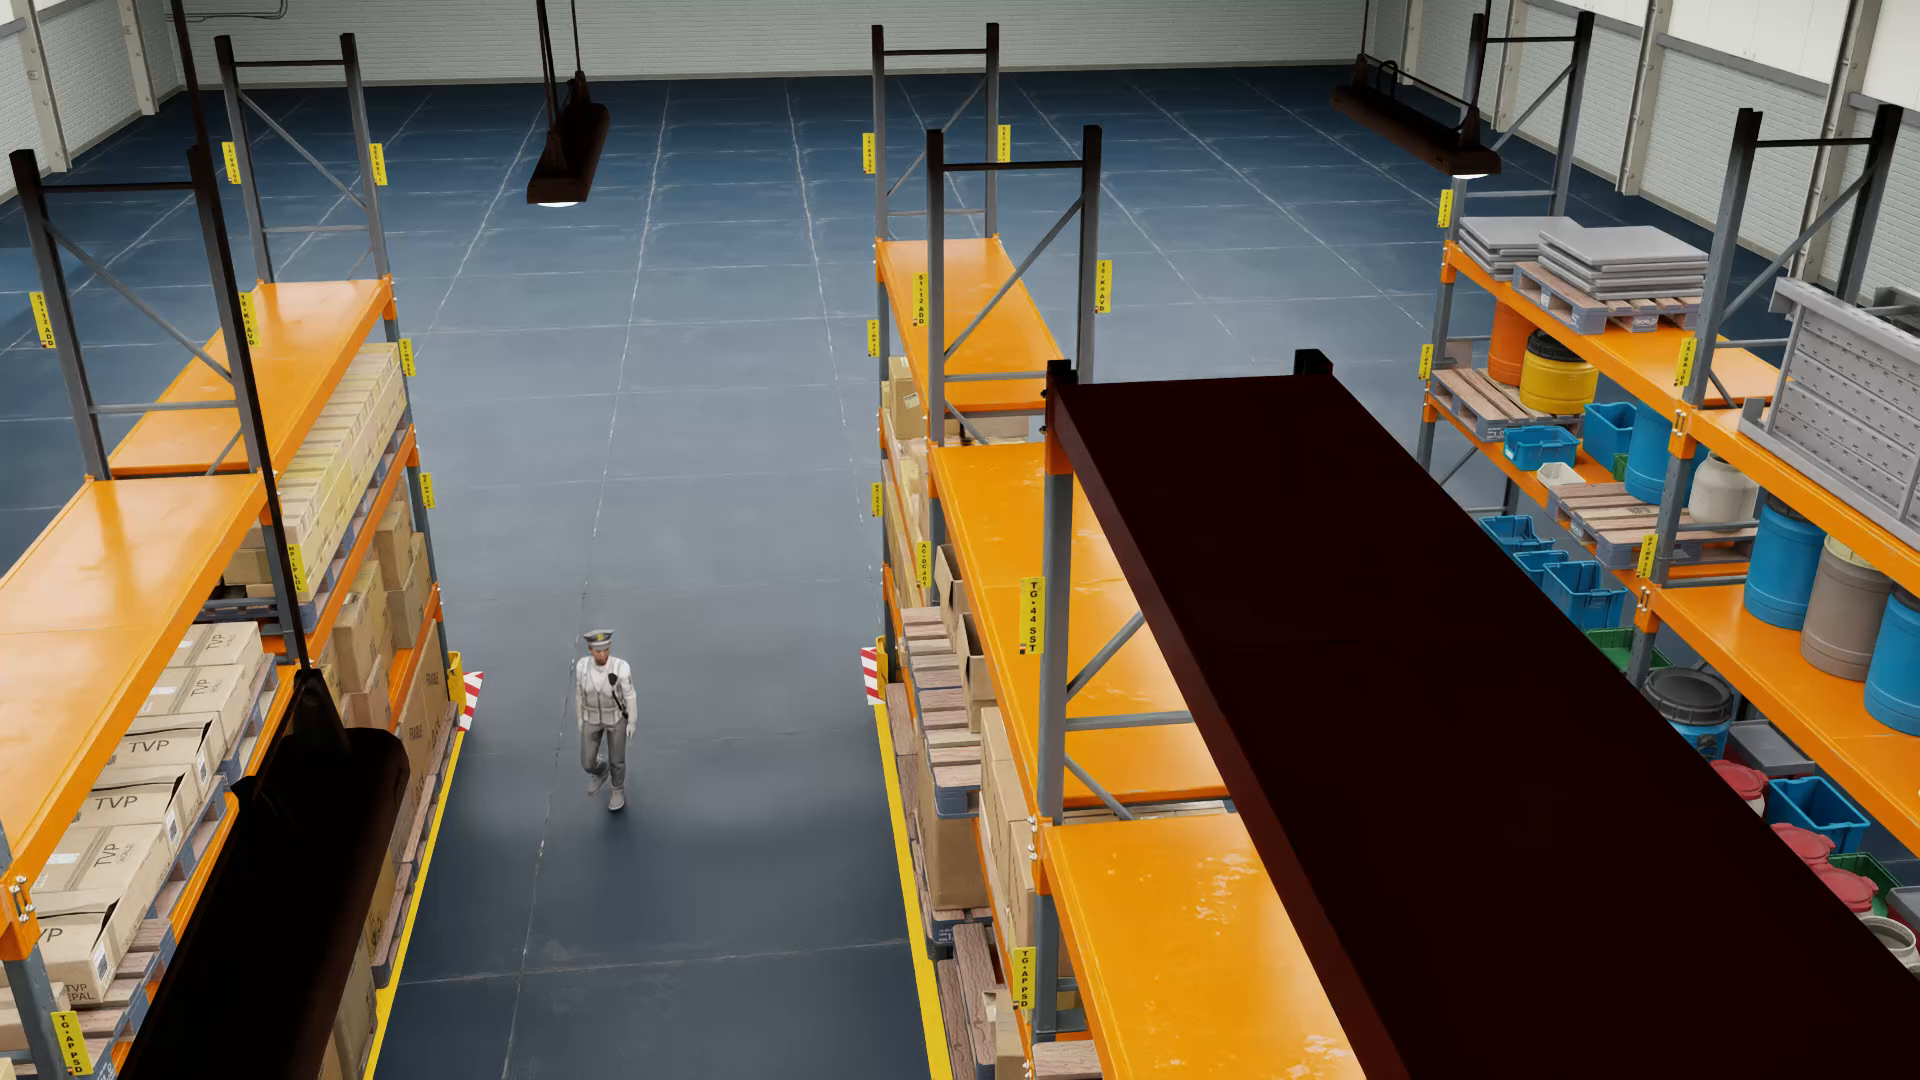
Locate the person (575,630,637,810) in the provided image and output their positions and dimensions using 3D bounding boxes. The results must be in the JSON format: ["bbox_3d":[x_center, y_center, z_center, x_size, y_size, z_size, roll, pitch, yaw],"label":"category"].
[{"bbox_3d":[-2.871,1.448,13.501,0.517,1.682,0.408,1,26,2],"label":"person"}]
